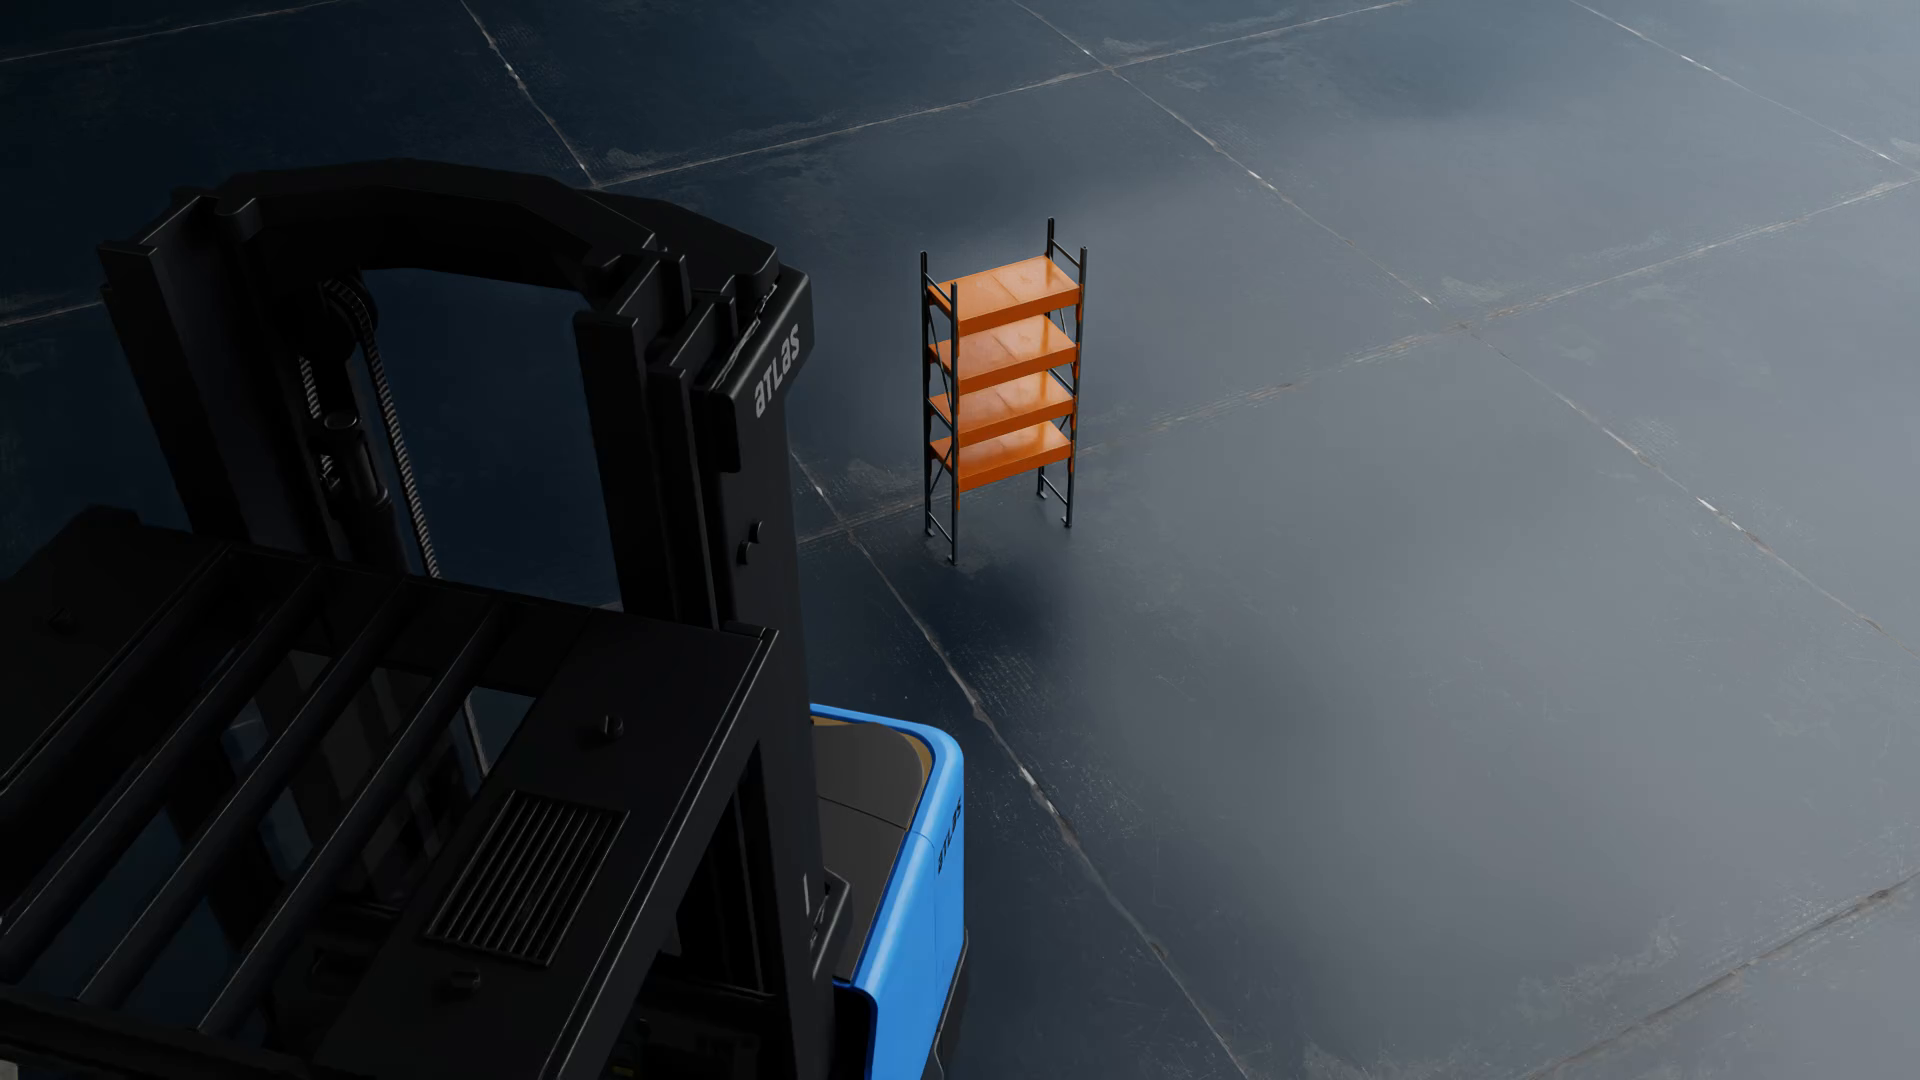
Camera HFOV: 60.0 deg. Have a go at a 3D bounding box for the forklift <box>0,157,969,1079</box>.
[{"bbox_3d":[-0.845,1.007,2.792,1.130,2.935,3.031,10,41,11],"label":"forklift"}]

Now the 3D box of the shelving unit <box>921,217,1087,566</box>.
[{"bbox_3d":[0.147,-0.507,5.921,0.503,1.200,0.258,-19,44,-21],"label":"shelving unit"}]

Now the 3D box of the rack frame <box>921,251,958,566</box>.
[{"bbox_3d":[-0.070,-0.435,5.835,0.015,1.200,0.240,-19,44,-21],"label":"rack frame"}]

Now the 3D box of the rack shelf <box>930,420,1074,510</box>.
[{"bbox_3d":[0.147,-0.304,6.092,0.480,0.148,0.258,-19,44,-21],"label":"rack shelf"}]

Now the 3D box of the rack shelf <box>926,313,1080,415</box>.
[{"bbox_3d":[0.147,-0.627,5.820,0.480,0.148,0.258,-19,44,-21],"label":"rack shelf"}]

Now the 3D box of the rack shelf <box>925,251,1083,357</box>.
[{"bbox_3d":[0.147,-0.807,5.667,0.480,0.148,0.258,-19,44,-21],"label":"rack shelf"}]

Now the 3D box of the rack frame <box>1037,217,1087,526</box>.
[{"bbox_3d":[0.363,-0.580,6.007,0.015,1.200,0.240,-19,44,-21],"label":"rack frame"}]

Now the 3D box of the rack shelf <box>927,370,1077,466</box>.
[{"bbox_3d":[0.147,-0.456,5.964,0.480,0.148,0.258,-19,44,-21],"label":"rack shelf"}]
